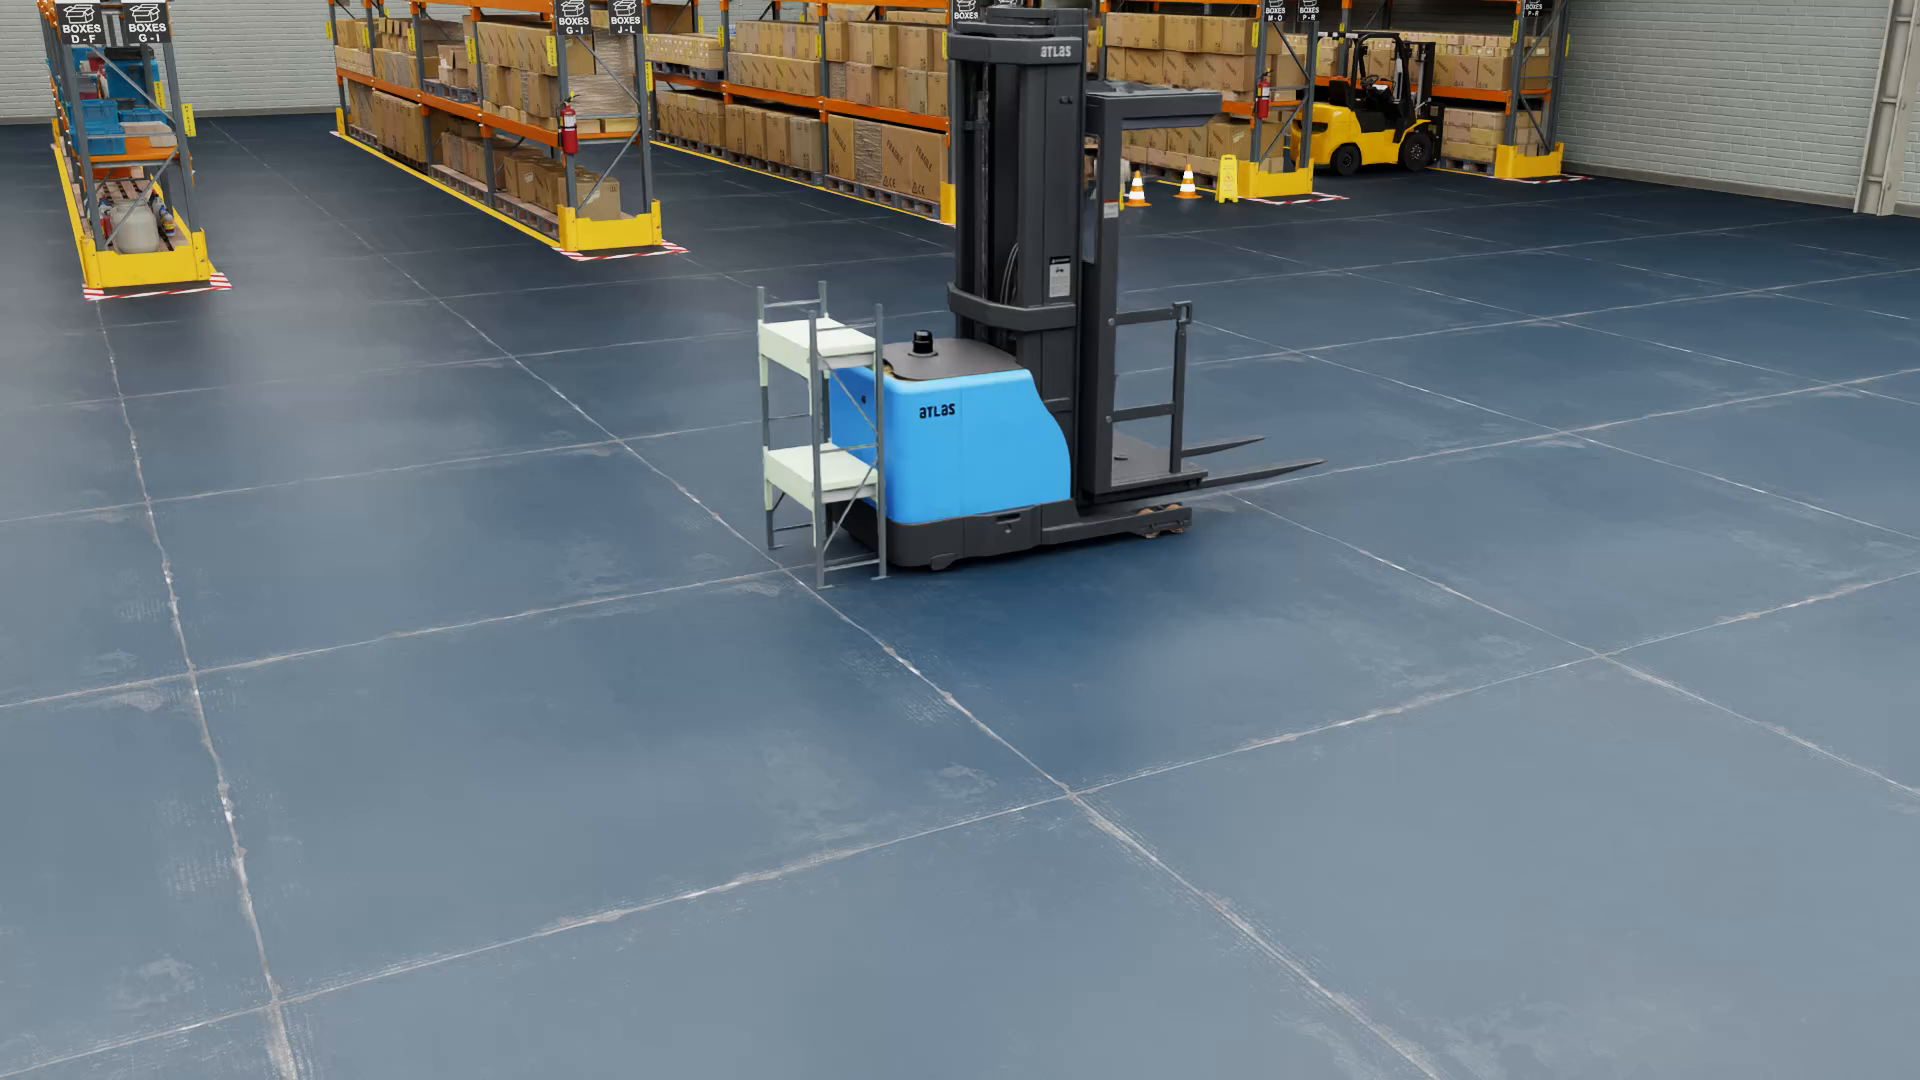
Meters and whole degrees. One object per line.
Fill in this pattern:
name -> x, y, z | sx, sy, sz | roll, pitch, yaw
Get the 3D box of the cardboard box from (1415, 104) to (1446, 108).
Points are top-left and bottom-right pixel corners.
cardboard box -> 7.760, -7.091, 27.621 | 0.500, 0.250, 0.500 | -10, 22, -28

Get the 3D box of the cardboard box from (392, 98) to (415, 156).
cardboard box -> -8.630, -6.844, 27.481 | 1.225, 0.875, 0.875 | -10, 21, -26

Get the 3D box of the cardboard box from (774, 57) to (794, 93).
cardboard box -> -2.554, -7.228, 25.828 | 0.500, 0.500, 0.500 | -10, 21, -26

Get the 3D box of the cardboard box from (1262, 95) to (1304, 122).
cardboard box -> 6.105, -8.012, 31.248 | 0.875, 0.625, 0.625 | -11, 22, -29

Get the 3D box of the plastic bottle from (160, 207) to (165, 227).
plastic bottle -> -9.261, -3.742, 19.386 | 0.097, 0.271, 0.097 | 0, 19, 0

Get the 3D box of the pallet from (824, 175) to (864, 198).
pallet -> -1.299, -5.234, 24.476 | 1.003, 0.211, 1.213 | -10, 21, -27

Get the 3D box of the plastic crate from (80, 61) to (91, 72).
plastic crate -> -14.725, -8.012, 28.341 | 0.437, 0.282, 0.530 | -10, 21, -27

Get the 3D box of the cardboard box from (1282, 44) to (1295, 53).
cardboard box -> 6.137, -8.909, 30.316 | 0.500, 0.250, 0.500 | -10, 21, -26

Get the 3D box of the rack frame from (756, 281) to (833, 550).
rack frame -> -0.920, -0.687, 9.322 | 0.400, 1.500, 0.023 | -10, 21, -26

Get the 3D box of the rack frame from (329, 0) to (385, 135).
rack frame -> -11.703, -9.488, 32.530 | 1.000, 3.000, 0.127 | -10, 21, -27

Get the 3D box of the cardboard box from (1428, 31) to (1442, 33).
cardboard box -> 8.001, -8.506, 28.079 | 0.380, 0.149, 0.250 | -10, 22, -28

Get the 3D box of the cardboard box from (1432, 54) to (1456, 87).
cardboard box -> 8.036, -7.645, 27.036 | 0.500, 0.500, 0.500 | -10, 22, -28

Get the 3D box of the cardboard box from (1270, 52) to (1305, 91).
cardboard box -> 4.636, -6.797, 24.121 | 0.500, 0.500, 0.500 | -10, 22, -27

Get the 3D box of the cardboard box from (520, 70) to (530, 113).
cardboard box -> -4.884, -5.520, 20.422 | 0.875, 0.500, 0.500 | -10, 21, -27

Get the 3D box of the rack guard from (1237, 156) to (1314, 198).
rack guard -> 4.580, -5.270, 24.139 | 1.175, 0.500, 0.348 | -10, 21, -27

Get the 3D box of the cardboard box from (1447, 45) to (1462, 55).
cardboard box -> 8.079, -7.905, 26.794 | 0.380, 0.149, 0.250 | -11, 22, -28

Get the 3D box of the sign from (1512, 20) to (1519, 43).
sign -> 8.499, -7.779, 25.439 | 0.100, 0.325, 0.005 | -10, 21, -27

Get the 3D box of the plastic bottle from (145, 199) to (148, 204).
plastic bottle -> -9.831, -3.971, 20.043 | 0.152, 0.276, 0.135 | -10, 21, -27

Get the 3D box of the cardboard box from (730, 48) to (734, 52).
cardboard box -> -3.804, -8.475, 28.878 | 0.380, 0.149, 0.250 | -11, 22, -28

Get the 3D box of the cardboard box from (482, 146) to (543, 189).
cardboard box -> -6.277, -5.249, 23.403 | 0.700, 0.500, 0.500 | -12, 22, -31

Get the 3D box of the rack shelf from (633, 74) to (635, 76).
rack shelf -> -6.340, -9.313, 33.126 | 1.077, 0.370, 4.000 | -10, 21, -27

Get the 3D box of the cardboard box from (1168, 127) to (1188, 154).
cardboard box -> 3.522, -6.168, 25.330 | 0.500, 0.500, 0.500 | -11, 22, -28

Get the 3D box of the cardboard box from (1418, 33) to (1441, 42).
cardboard box -> 7.789, -8.279, 27.422 | 0.380, 0.149, 0.250 | -10, 21, -26

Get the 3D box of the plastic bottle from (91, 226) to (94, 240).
plastic bottle -> -9.722, -3.472, 18.712 | 0.097, 0.201, 0.097 | 0, 19, 0

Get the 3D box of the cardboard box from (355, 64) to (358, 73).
cardboard box -> -10.847, -8.627, 30.419 | 0.380, 0.149, 0.250 | -10, 22, -28

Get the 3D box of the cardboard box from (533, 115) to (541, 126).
cardboard box -> -5.030, -5.183, 20.437 | 0.380, 0.149, 0.250 | -10, 21, -27

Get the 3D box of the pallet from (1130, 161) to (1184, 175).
pallet -> 3.067, -6.073, 26.907 | 1.003, 0.211, 1.213 | -10, 21, -27

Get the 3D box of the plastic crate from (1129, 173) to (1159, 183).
plastic crate -> 2.741, -5.621, 25.797 | 0.583, 0.080, 0.402 | 16, 25, 39

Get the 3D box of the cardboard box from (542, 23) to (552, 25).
cardboard box -> -5.073, -6.330, 21.236 | 0.500, 0.500, 0.500 | -10, 21, -27

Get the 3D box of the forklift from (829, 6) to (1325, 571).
forklift -> 0.786, -1.539, 9.597 | 3.031, 2.935, 1.130 | -10, 21, -26

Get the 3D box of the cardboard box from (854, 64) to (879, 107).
cardboard box -> -0.972, -6.422, 23.414 | 0.875, 0.550, 0.550 | -10, 21, -27

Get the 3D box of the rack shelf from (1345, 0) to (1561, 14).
rack shelf -> 8.033, -8.852, 27.191 | 1.077, 0.370, 4.000 | -10, 21, -27

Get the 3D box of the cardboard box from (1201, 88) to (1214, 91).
cardboard box -> 3.781, -6.587, 24.508 | 0.380, 0.149, 0.250 | -10, 21, -26

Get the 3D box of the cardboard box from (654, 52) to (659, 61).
cardboard box -> -5.356, -8.824, 30.345 | 0.380, 0.149, 0.250 | -10, 21, -26

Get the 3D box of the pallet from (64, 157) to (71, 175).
pallet -> -13.832, -6.027, 26.773 | 1.003, 0.211, 1.213 | -10, 21, -27

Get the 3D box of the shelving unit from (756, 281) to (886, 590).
shelving unit -> -0.751, -0.581, 9.015 | 0.431, 1.500, 0.755 | -10, 21, -26

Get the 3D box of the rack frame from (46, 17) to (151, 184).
rack frame -> -12.263, -6.425, 23.651 | 1.000, 3.000, 0.127 | -10, 21, -27

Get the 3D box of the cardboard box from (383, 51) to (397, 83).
cardboard box -> -9.328, -7.929, 27.857 | 0.500, 0.500, 0.500 | -11, 22, -28

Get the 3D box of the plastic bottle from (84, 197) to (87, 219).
plastic bottle -> -10.598, -4.035, 20.235 | 0.097, 0.271, 0.097 | 0, 19, 0

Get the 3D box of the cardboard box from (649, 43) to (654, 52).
cardboard box -> -5.483, -9.041, 30.520 | 0.380, 0.149, 0.250 | -10, 22, -28

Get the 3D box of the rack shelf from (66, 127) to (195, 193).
rack shelf -> -9.414, -4.362, 18.777 | 1.077, 0.370, 4.000 | -10, 21, -27

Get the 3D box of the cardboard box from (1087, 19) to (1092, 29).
cardboard box -> 1.960, -8.565, 27.606 | 0.380, 0.149, 0.250 | -11, 22, -28

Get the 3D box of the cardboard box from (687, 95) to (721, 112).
cardboard box -> -4.523, -7.750, 29.530 | 0.500, 0.250, 0.500 | -9, 21, -25

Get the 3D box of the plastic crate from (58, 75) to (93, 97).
plastic crate -> -11.765, -5.943, 22.159 | 0.402, 0.464, 0.583 | -10, 21, -27

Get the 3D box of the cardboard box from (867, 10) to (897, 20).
cardboard box -> -1.549, -10.488, 33.740 | 0.500, 0.500, 0.500 | -10, 21, -27

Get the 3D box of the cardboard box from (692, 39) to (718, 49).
cardboard box -> -4.369, -8.509, 28.522 | 0.380, 0.149, 0.250 | -9, 21, -25

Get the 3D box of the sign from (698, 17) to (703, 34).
sign -> -4.903, -9.714, 31.408 | 0.100, 0.325, 0.005 | -10, 21, -27

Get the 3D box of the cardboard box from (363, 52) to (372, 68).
cardboard box -> -10.244, -8.496, 29.428 | 0.500, 0.250, 0.500 | -10, 22, -28

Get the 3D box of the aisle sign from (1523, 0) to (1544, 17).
aisle sign -> 8.756, -8.365, 25.288 | 0.394, 0.787, 0.004 | -10, 21, -27

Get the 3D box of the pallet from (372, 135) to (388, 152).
pallet -> -10.095, -7.252, 30.325 | 1.003, 0.211, 1.213 | -10, 21, -27

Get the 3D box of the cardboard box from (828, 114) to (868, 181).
cardboard box -> -1.354, -5.785, 24.413 | 0.875, 0.875, 0.875 | -10, 21, -26
